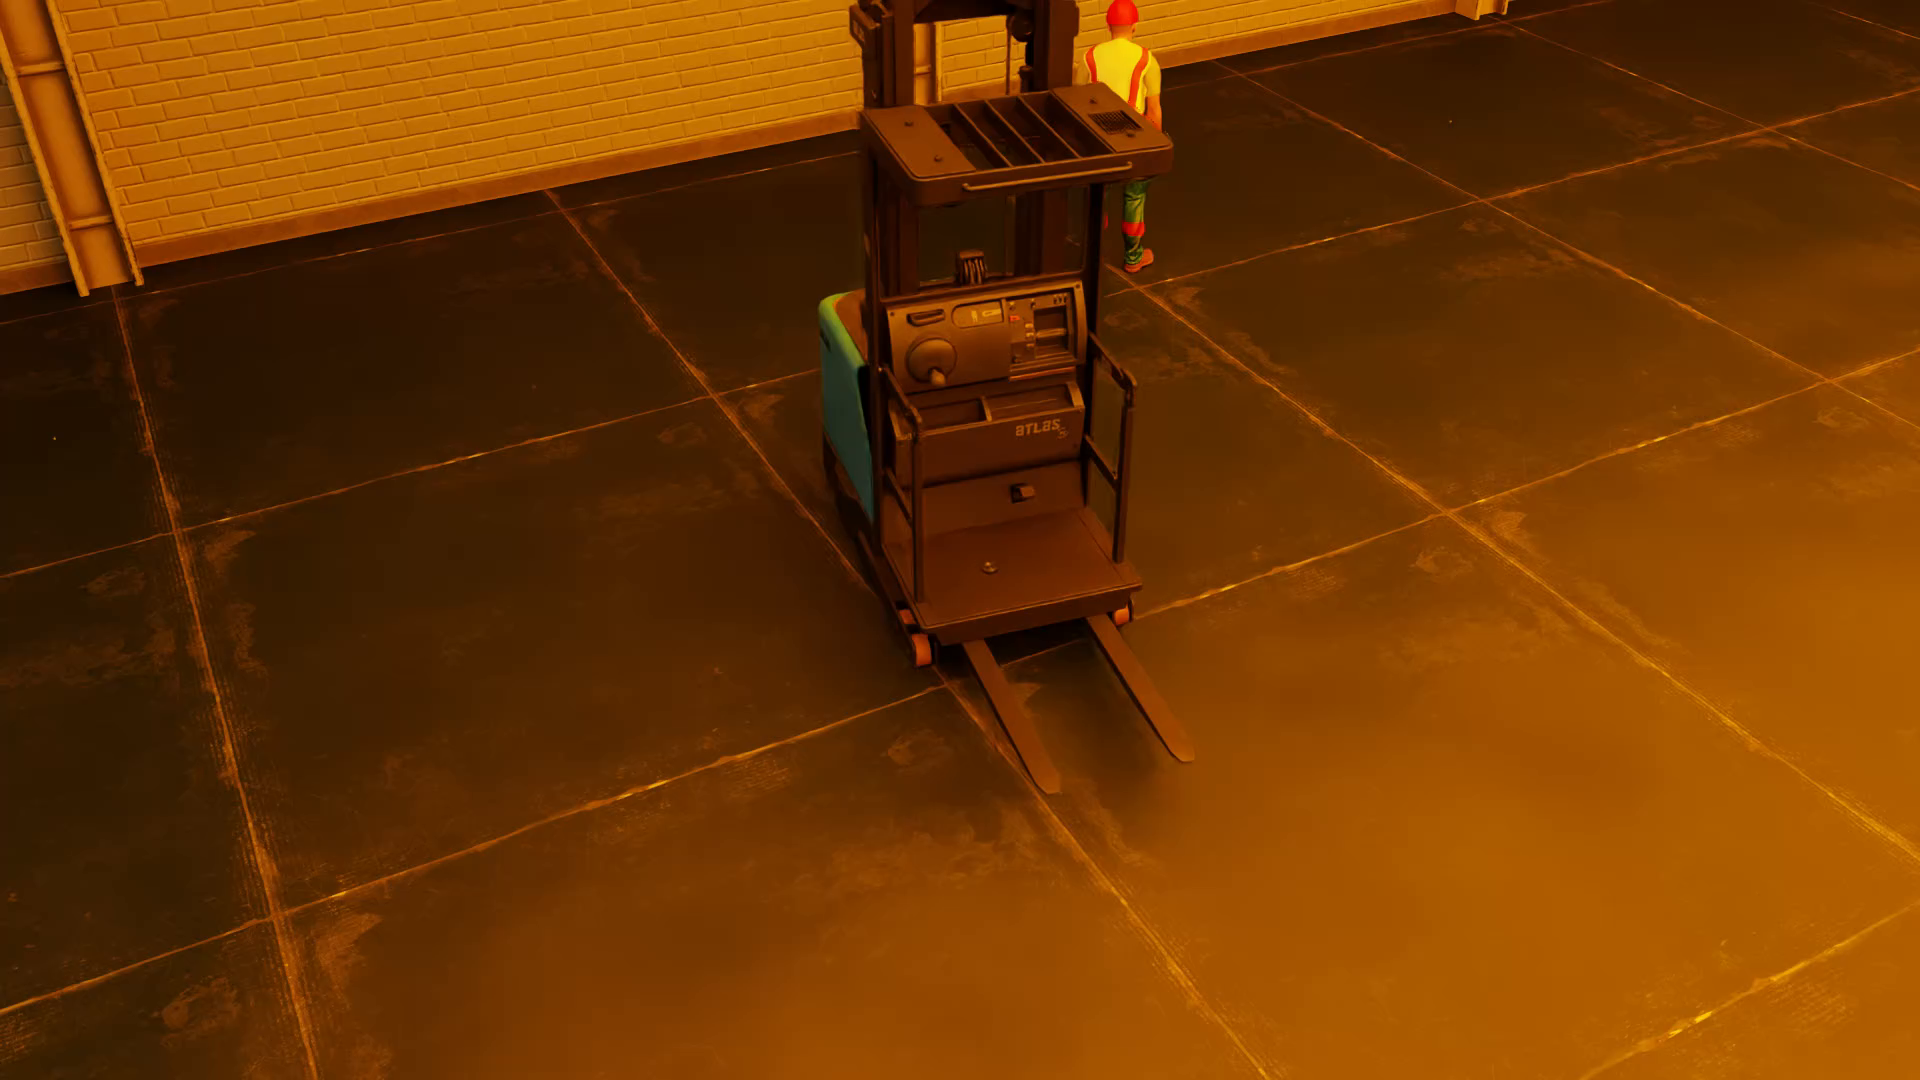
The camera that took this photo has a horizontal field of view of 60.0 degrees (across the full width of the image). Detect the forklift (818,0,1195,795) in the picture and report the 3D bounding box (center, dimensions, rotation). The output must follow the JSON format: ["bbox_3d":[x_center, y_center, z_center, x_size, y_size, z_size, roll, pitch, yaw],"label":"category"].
[{"bbox_3d":[0.196,-0.863,7.344,1.130,2.935,3.031,-11,37,-15],"label":"forklift"}]

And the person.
[{"bbox_3d":[1.025,-2.613,10.823,0.608,1.777,0.455,10,36,14],"label":"person"}]
